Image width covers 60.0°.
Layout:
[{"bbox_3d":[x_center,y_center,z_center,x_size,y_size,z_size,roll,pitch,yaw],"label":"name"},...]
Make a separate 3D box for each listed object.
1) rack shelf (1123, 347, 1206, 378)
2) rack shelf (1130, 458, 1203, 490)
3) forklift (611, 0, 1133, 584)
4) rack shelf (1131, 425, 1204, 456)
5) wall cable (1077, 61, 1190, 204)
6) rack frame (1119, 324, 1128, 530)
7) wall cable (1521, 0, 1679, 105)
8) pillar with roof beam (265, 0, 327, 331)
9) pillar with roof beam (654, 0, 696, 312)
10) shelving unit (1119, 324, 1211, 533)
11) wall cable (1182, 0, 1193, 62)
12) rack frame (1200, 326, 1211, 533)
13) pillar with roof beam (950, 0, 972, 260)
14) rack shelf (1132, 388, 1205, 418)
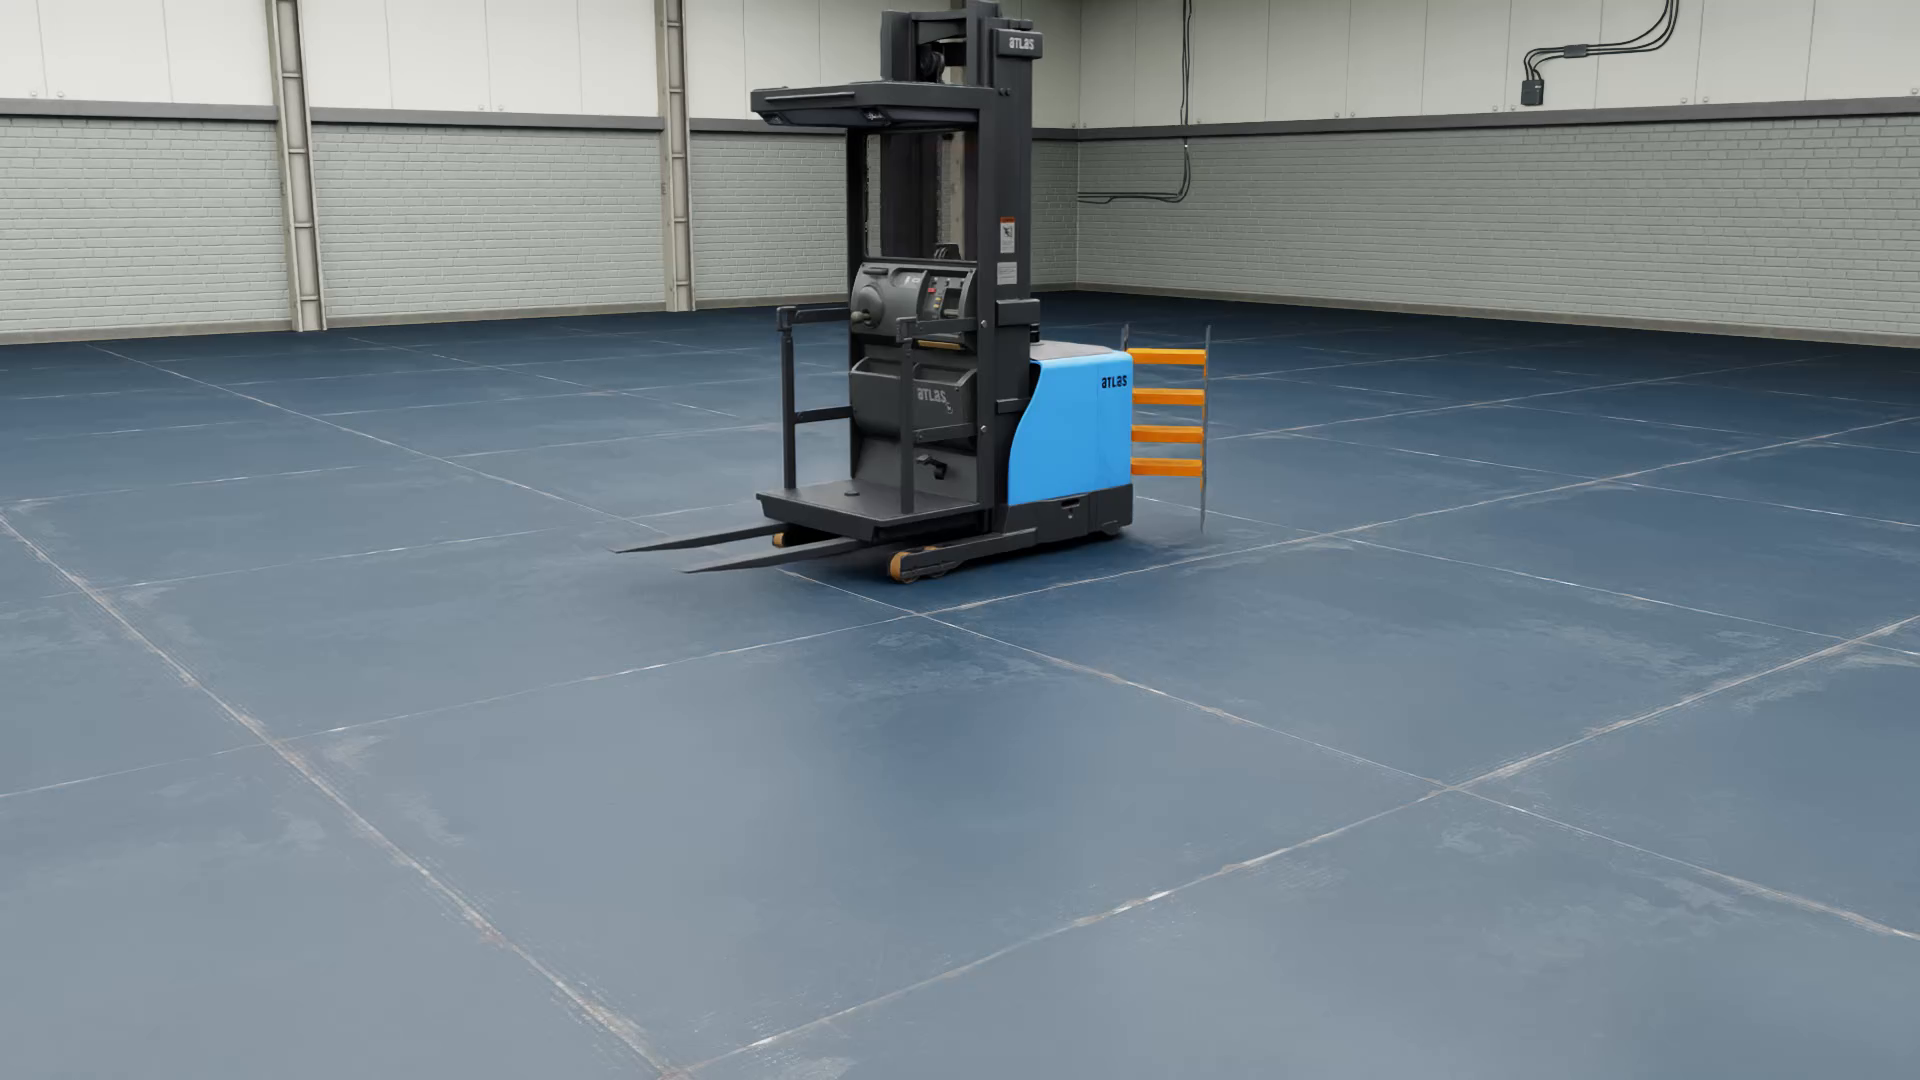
[{"bbox_3d":[1.211,-1.048,9.784,0.480,0.148,0.258,2,12,11],"label":"rack shelf"},{"bbox_3d":[1.211,-0.404,9.921,0.480,0.148,0.258,2,12,11],"label":"rack shelf"},{"bbox_3d":[-0.413,-1.329,8.833,3.031,2.935,1.130,-11,16,-42],"label":"forklift"},{"bbox_3d":[1.211,-0.598,9.879,0.480,0.148,0.258,2,12,11],"label":"rack shelf"},{"bbox_3d":[3.199,-7.611,31.282,0.112,2.526,3.097,-9,15,-38],"label":"wall cable"},{"bbox_3d":[0.971,-0.673,9.912,0.015,1.200,0.240,2,12,11],"label":"rack frame"},{"bbox_3d":[9.117,-9.252,23.346,0.169,6.003,2.305,-9,15,-38],"label":"wall cable"},{"bbox_3d":[-6.608,-6.707,19.548,0.400,9.000,9.100,-9,15,-38],"label":"pillar with roof beam"},{"bbox_3d":[-1.923,-7.485,23.215,0.400,9.000,9.100,-9,15,-38],"label":"pillar with roof beam"},{"bbox_3d":[1.211,-0.664,9.865,0.503,1.200,0.258,2,12,11],"label":"shelving unit"},{"bbox_3d":[4.889,-9.643,28.691,0.112,2.526,3.097,-9,15,-38],"label":"wall cable"},{"bbox_3d":[1.450,-0.654,9.819,0.015,1.200,0.240,2,12,11],"label":"rack frame"},{"bbox_3d":[2.762,-8.264,26.881,0.400,9.000,9.100,-9,15,-38],"label":"pillar with roof beam"},{"bbox_3d":[1.211,-0.817,9.833,0.480,0.148,0.258,2,12,11],"label":"rack shelf"}]
